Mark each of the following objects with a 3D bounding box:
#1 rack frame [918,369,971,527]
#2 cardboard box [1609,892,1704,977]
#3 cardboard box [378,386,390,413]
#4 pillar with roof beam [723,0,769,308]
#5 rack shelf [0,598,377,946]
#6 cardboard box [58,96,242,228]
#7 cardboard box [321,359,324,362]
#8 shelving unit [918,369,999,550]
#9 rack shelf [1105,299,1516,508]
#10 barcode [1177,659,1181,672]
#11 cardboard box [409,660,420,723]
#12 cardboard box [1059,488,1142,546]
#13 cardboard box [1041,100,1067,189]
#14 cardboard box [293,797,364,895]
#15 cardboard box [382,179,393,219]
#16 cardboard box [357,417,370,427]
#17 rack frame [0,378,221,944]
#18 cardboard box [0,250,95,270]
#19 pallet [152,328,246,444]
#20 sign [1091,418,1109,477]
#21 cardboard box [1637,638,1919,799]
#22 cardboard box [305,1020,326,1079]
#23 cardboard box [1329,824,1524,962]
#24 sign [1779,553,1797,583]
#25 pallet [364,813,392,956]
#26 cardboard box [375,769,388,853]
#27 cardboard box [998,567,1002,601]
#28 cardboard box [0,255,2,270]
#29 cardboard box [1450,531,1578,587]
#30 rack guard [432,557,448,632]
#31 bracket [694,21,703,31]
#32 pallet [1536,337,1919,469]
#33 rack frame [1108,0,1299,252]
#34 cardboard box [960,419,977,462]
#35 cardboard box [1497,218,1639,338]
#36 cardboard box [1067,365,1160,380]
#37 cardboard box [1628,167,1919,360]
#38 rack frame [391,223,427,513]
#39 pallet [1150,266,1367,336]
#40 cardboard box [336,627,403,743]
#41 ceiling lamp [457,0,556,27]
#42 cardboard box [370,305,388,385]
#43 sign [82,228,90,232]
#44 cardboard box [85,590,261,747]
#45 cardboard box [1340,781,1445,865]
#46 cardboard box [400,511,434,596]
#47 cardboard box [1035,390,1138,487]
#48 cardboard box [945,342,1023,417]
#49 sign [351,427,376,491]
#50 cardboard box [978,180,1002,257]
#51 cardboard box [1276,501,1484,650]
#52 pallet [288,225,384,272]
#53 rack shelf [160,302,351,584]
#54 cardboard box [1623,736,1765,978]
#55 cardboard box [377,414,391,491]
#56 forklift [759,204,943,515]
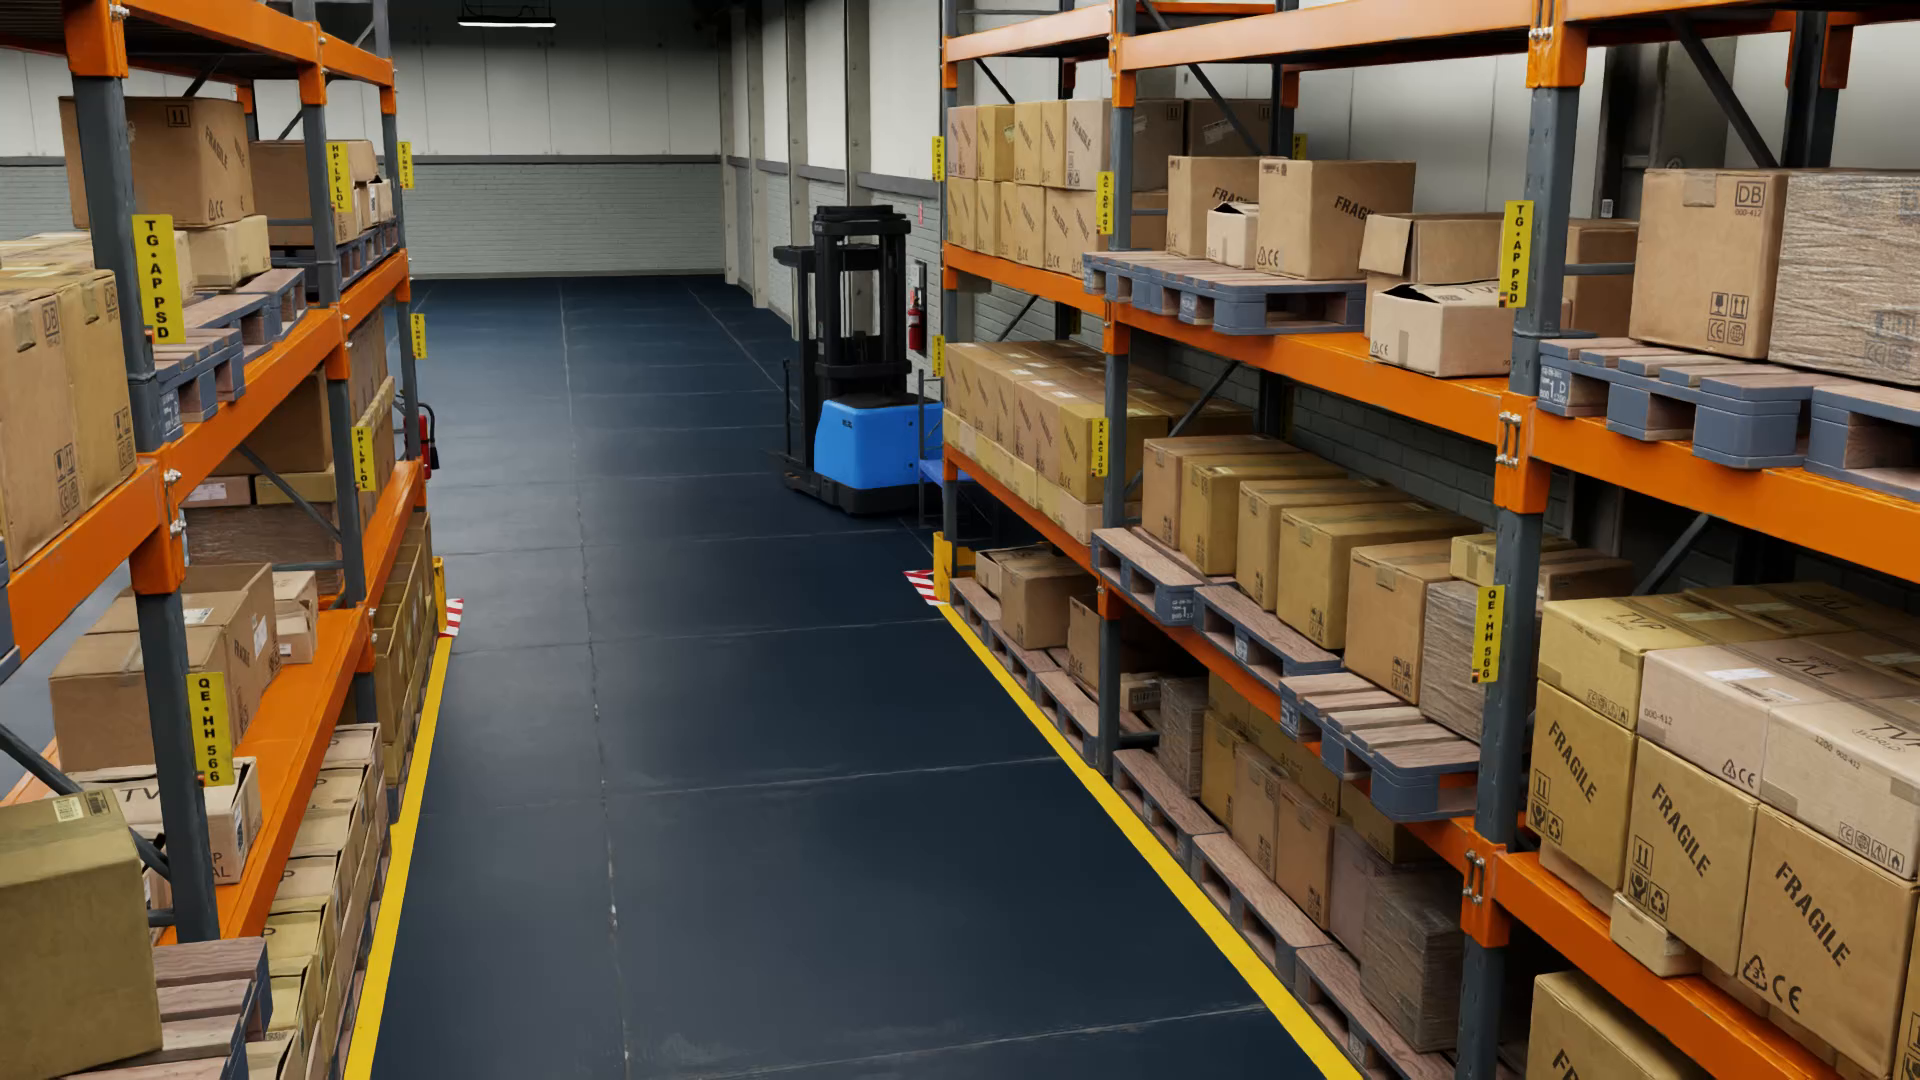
[{"bbox_3d":[-0.139,-0.866,15.633,0.500,1.500,0.032,-3,14,-13],"label":"rack frame"},{"bbox_3d":[2.127,1.124,4.816,0.380,0.149,0.250,-3,14,-11],"label":"cardboard box"},{"bbox_3d":[-4.052,-0.937,11.189,0.380,0.149,0.250,-3,14,-14],"label":"cardboard box"},{"bbox_3d":[-8.451,-9.145,33.721,9.100,9.000,0.548,-3,14,-13],"label":"pillar with roof beam"},{"bbox_3d":[-3.041,0.963,6.503,1.077,0.370,4.000,-3,14,-13],"label":"rack shelf"},{"bbox_3d":[-3.247,-1.526,6.705,0.500,0.500,0.500,-2,14,-8],"label":"cardboard box"},{"bbox_3d":[-3.740,-0.745,9.035,0.700,0.500,0.500,-3,14,-13],"label":"cardboard box"},{"bbox_3d":[-0.020,-0.748,15.153,0.538,1.500,1.048,-3,14,-13],"label":"shelving unit"},{"bbox_3d":[1.774,-0.771,7.280,1.077,0.370,4.000,-3,14,-13],"label":"rack shelf"},{"bbox_3d":[1.396,0.799,10.588,0.001,0.075,0.075,-3,14,-13],"label":"barcode"},{"bbox_3d":[-3.549,0.929,10.036,0.500,0.250,0.500,-3,14,-13],"label":"cardboard box"},{"bbox_3d":[0.898,-0.154,9.833,0.500,0.250,0.500,-3,14,-13],"label":"cardboard box"},{"bbox_3d":[0.783,-2.353,9.880,0.500,0.500,0.500,-3,14,-10],"label":"cardboard box"},{"bbox_3d":[-2.893,1.324,7.237,0.500,0.311,0.500,-3,14,-13],"label":"cardboard box"},{"bbox_3d":[-3.923,-2.176,10.651,0.500,0.250,0.500,-3,14,-13],"label":"cardboard box"},{"bbox_3d":[-3.752,-0.641,9.977,0.380,0.149,0.250,-3,14,-14],"label":"cardboard box"},{"bbox_3d":[-2.571,1.075,4.529,1.000,3.000,0.127,-3,14,-13],"label":"rack frame"},{"bbox_3d":[-2.873,-0.735,5.047,0.500,0.250,0.500,-3,14,-12],"label":"cardboard box"},{"bbox_3d":[-2.817,-0.442,4.816,1.213,0.211,1.003,-3,14,-11],"label":"pallet"},{"bbox_3d":[0.778,-0.513,9.206,0.100,0.325,0.005,-3,14,-13],"label":"sign"},{"bbox_3d":[2.226,0.474,4.529,0.500,0.250,0.500,-3,14,-14],"label":"cardboard box"},{"bbox_3d":[-2.527,1.954,5.841,0.500,0.250,0.500,-4,14,-15],"label":"cardboard box"},{"bbox_3d":[2.016,1.510,7.088,0.700,0.500,0.500,-3,14,-13],"label":"cardboard box"},{"bbox_3d":[2.782,0.204,5.655,0.100,0.325,0.005,-3,14,-13],"label":"sign"},{"bbox_3d":[-3.299,1.675,7.950,1.003,0.211,1.213,-3,14,-13],"label":"pallet"},{"bbox_3d":[-3.131,1.364,8.257,0.500,0.250,0.500,-3,14,-14],"label":"cardboard box"},{"bbox_3d":[0.574,0.341,12.271,0.500,0.311,0.500,-2,14,-9],"label":"cardboard box"},{"bbox_3d":[-2.474,-0.815,3.629,0.500,0.500,0.500,-3,14,-13],"label":"cardboard box"},{"bbox_3d":[2.043,0.069,6.141,0.380,0.149,0.250,-6,15,-23],"label":"cardboard box"},{"bbox_3d":[-4.455,0.438,12.402,1.175,0.500,0.348,-3,14,-13],"label":"rack guard"},{"bbox_3d":[-6.675,-13.140,42.490,0.235,0.232,0.430,-3,14,-13],"label":"bracket"},{"bbox_3d":[2.446,-0.422,4.733,1.213,0.211,1.003,-3,14,-11],"label":"pallet"},{"bbox_3d":[1.304,-3.039,8.728,1.000,3.000,0.127,-3,14,-13],"label":"rack frame"},{"bbox_3d":[0.306,-0.735,12.212,0.500,0.250,0.500,-4,14,-15],"label":"cardboard box"},{"bbox_3d":[2.298,-0.896,6.025,0.500,0.500,0.500,-3,14,-13],"label":"cardboard box"},{"bbox_3d":[1.034,-0.900,11.306,0.500,0.500,0.500,-3,14,-12],"label":"cardboard box"},{"bbox_3d":[2.411,-0.815,4.806,0.700,0.500,0.500,-4,14,-18],"label":"cardboard box"},{"bbox_3d":[-4.450,-0.770,12.083,1.000,3.000,0.127,-3,14,-13],"label":"rack frame"},{"bbox_3d":[1.592,-1.103,7.520,1.213,0.211,1.003,-3,14,-13],"label":"pallet"},{"bbox_3d":[-3.315,0.795,9.003,0.500,0.500,0.500,-3,14,-13],"label":"cardboard box"},{"bbox_3d":[-9.590,-12.437,34.896,2.000,3.185,0.800,-3,14,-13],"label":"ceiling lamp"},{"bbox_3d":[-4.340,-1.329,11.423,0.700,0.500,0.500,-3,14,-13],"label":"cardboard box"},{"bbox_3d":[-4.049,-1.563,7.751,0.100,0.325,0.005,-3,14,-13],"label":"sign"},{"bbox_3d":[-3.104,0.519,6.595,0.500,0.500,0.500,-3,14,-13],"label":"cardboard box"},{"bbox_3d":[1.951,1.136,7.039,0.500,0.250,0.500,-3,14,-12],"label":"cardboard box"},{"bbox_3d":[-4.034,0.104,11.832,0.500,0.500,0.500,-3,14,-13],"label":"cardboard box"},{"bbox_3d":[0.770,-0.632,10.212,0.500,0.500,0.500,-3,14,-14],"label":"cardboard box"},{"bbox_3d":[0.185,-1.222,12.624,0.500,0.500,0.500,-3,14,-13],"label":"cardboard box"},{"bbox_3d":[-2.985,-0.404,8.311,0.100,0.325,0.005,-3,14,-13],"label":"sign"},{"bbox_3d":[0.417,-2.226,11.469,0.500,0.500,0.500,-3,14,-11],"label":"cardboard box"},{"bbox_3d":[1.809,0.142,7.211,0.700,0.500,0.500,-3,14,-13],"label":"cardboard box"},{"bbox_3d":[-4.019,-1.738,9.910,1.003,0.211,1.213,-3,14,-13],"label":"pallet"},{"bbox_3d":[-3.041,-0.494,6.147,1.077,0.370,4.000,-3,14,-13],"label":"rack shelf"},{"bbox_3d":[2.223,0.843,4.599,0.500,0.500,0.500,-3,14,-11],"label":"cardboard box"},{"bbox_3d":[-4.224,-0.590,11.133,0.700,0.500,0.500,-3,14,-12],"label":"cardboard box"},{"bbox_3d":[-1.236,-1.971,17.142,1.130,2.935,3.031,-7,15,-27],"label":"forklift"}]
